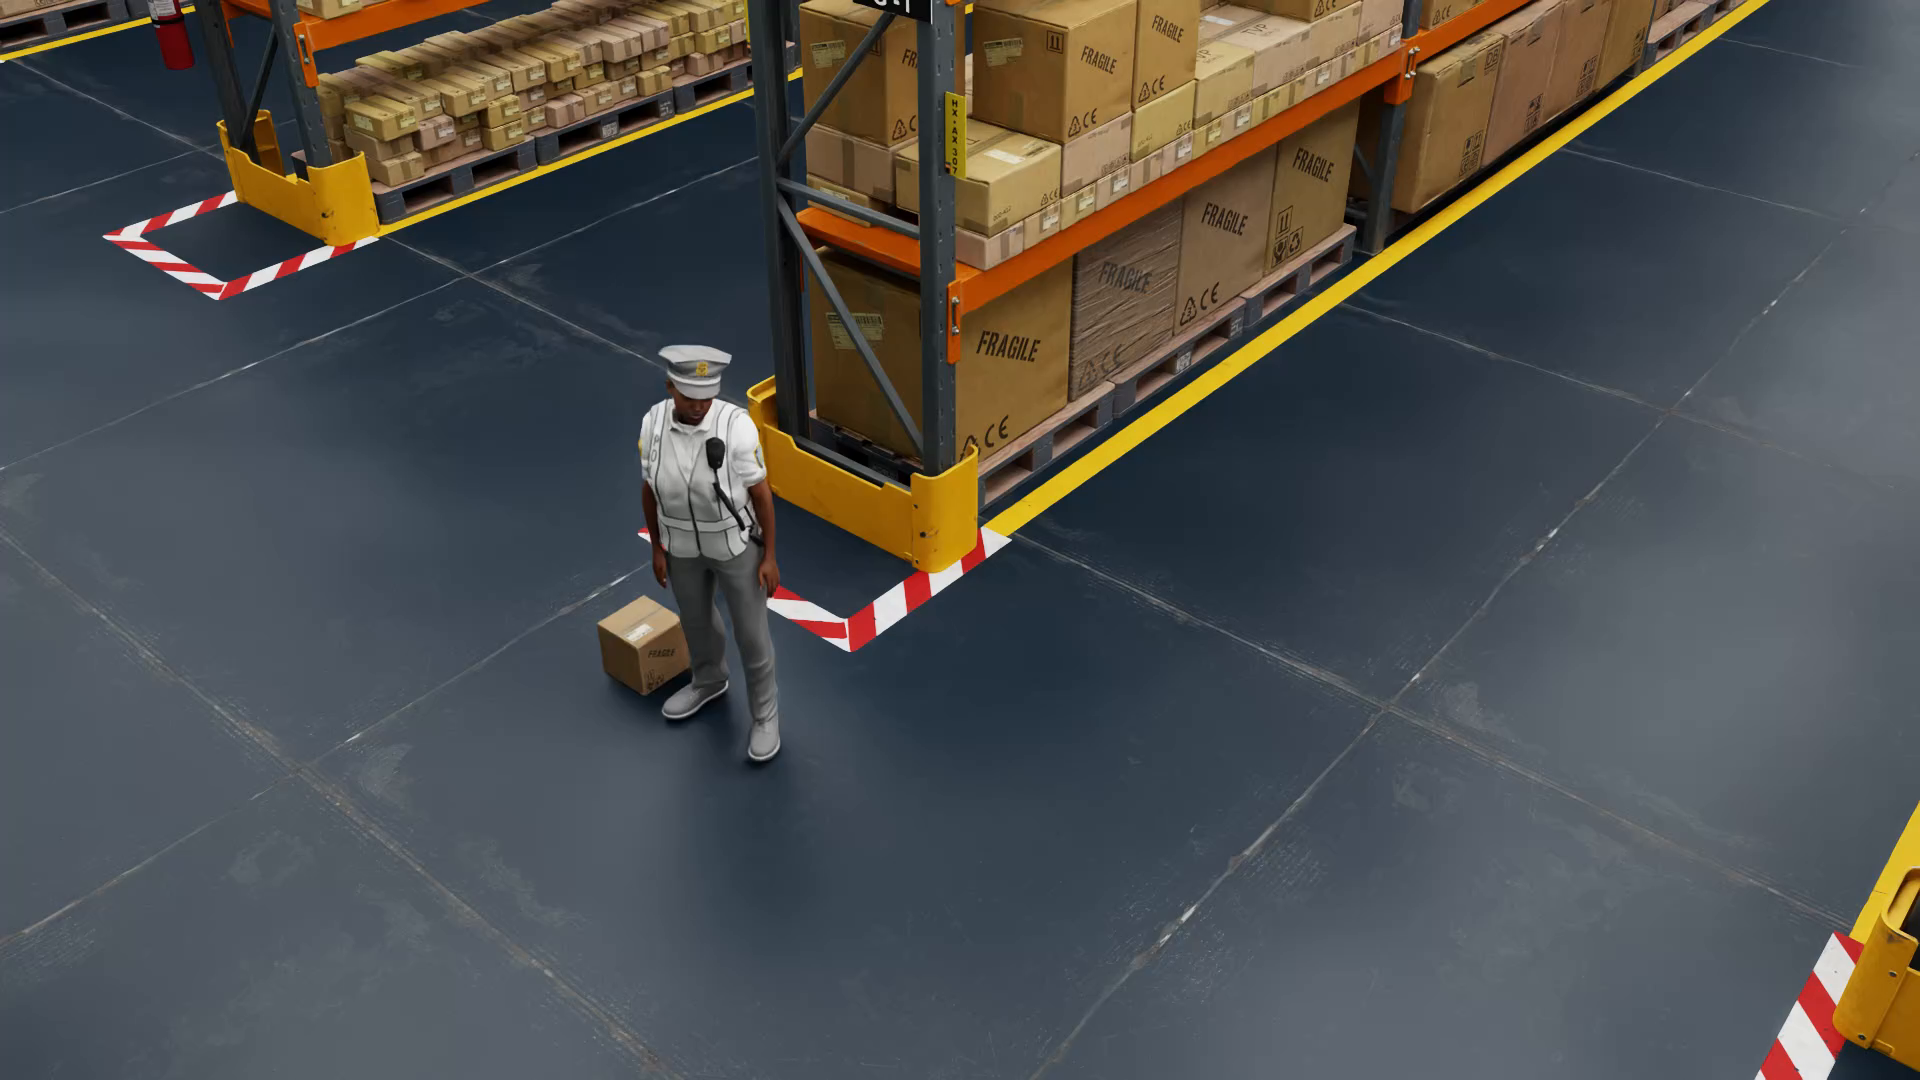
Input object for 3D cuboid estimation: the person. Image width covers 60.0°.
[{"bbox_3d":[-0.915,0.034,6.045,0.537,1.677,0.429,7,36,10],"label":"person"}]
